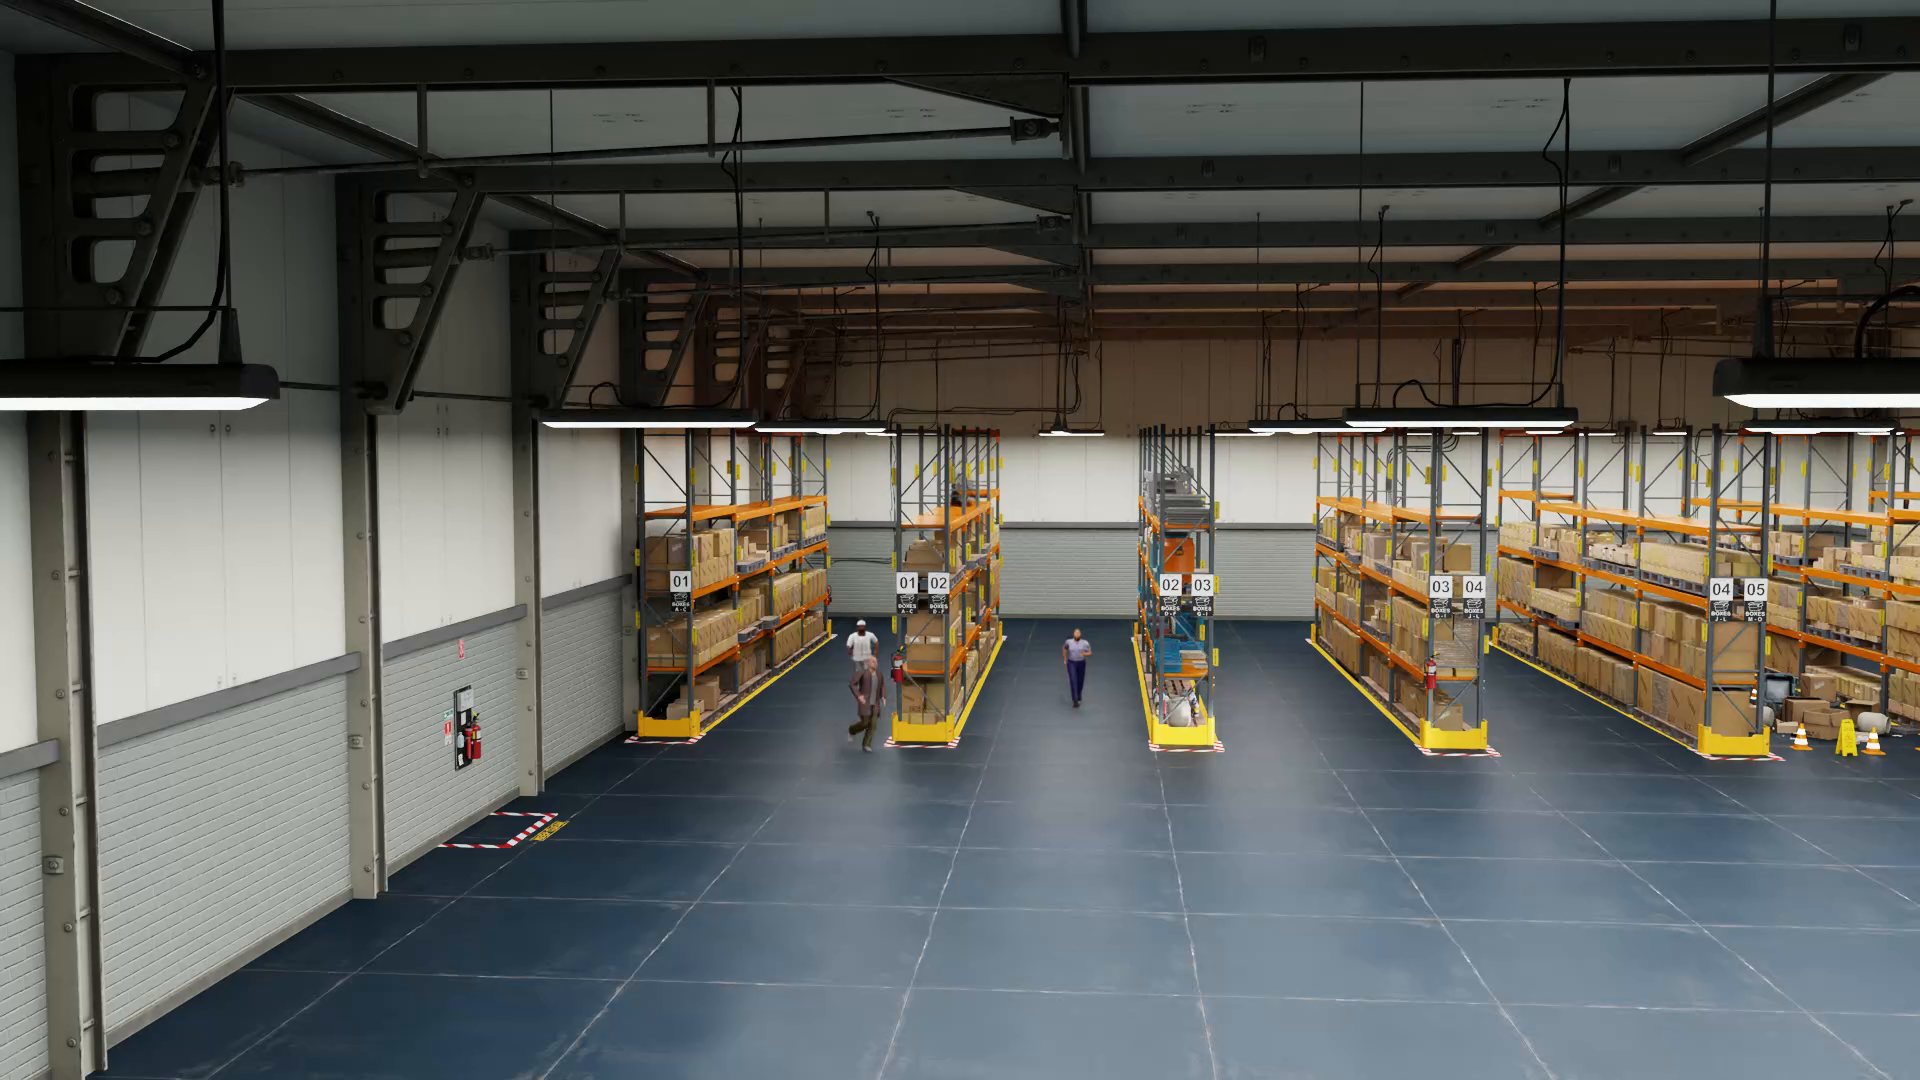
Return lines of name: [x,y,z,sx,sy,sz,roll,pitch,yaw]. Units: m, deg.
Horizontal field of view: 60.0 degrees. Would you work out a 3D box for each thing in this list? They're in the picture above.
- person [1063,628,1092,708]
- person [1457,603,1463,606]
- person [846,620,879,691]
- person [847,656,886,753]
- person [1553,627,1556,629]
person: [2.512,2.707,35.648,0.599,1.651,0.919,0,3,-1]
person: [13.460,2.186,44.527,0.558,1.709,0.719,1,4,11]
person: [-2.147,2.634,36.591,0.712,1.754,0.932,0,3,-1]
person: [-1.654,3.001,30.610,0.767,1.710,0.819,-2,4,-33]
person: [16.738,2.070,46.335,0.740,1.686,0.715,-2,4,-29]
